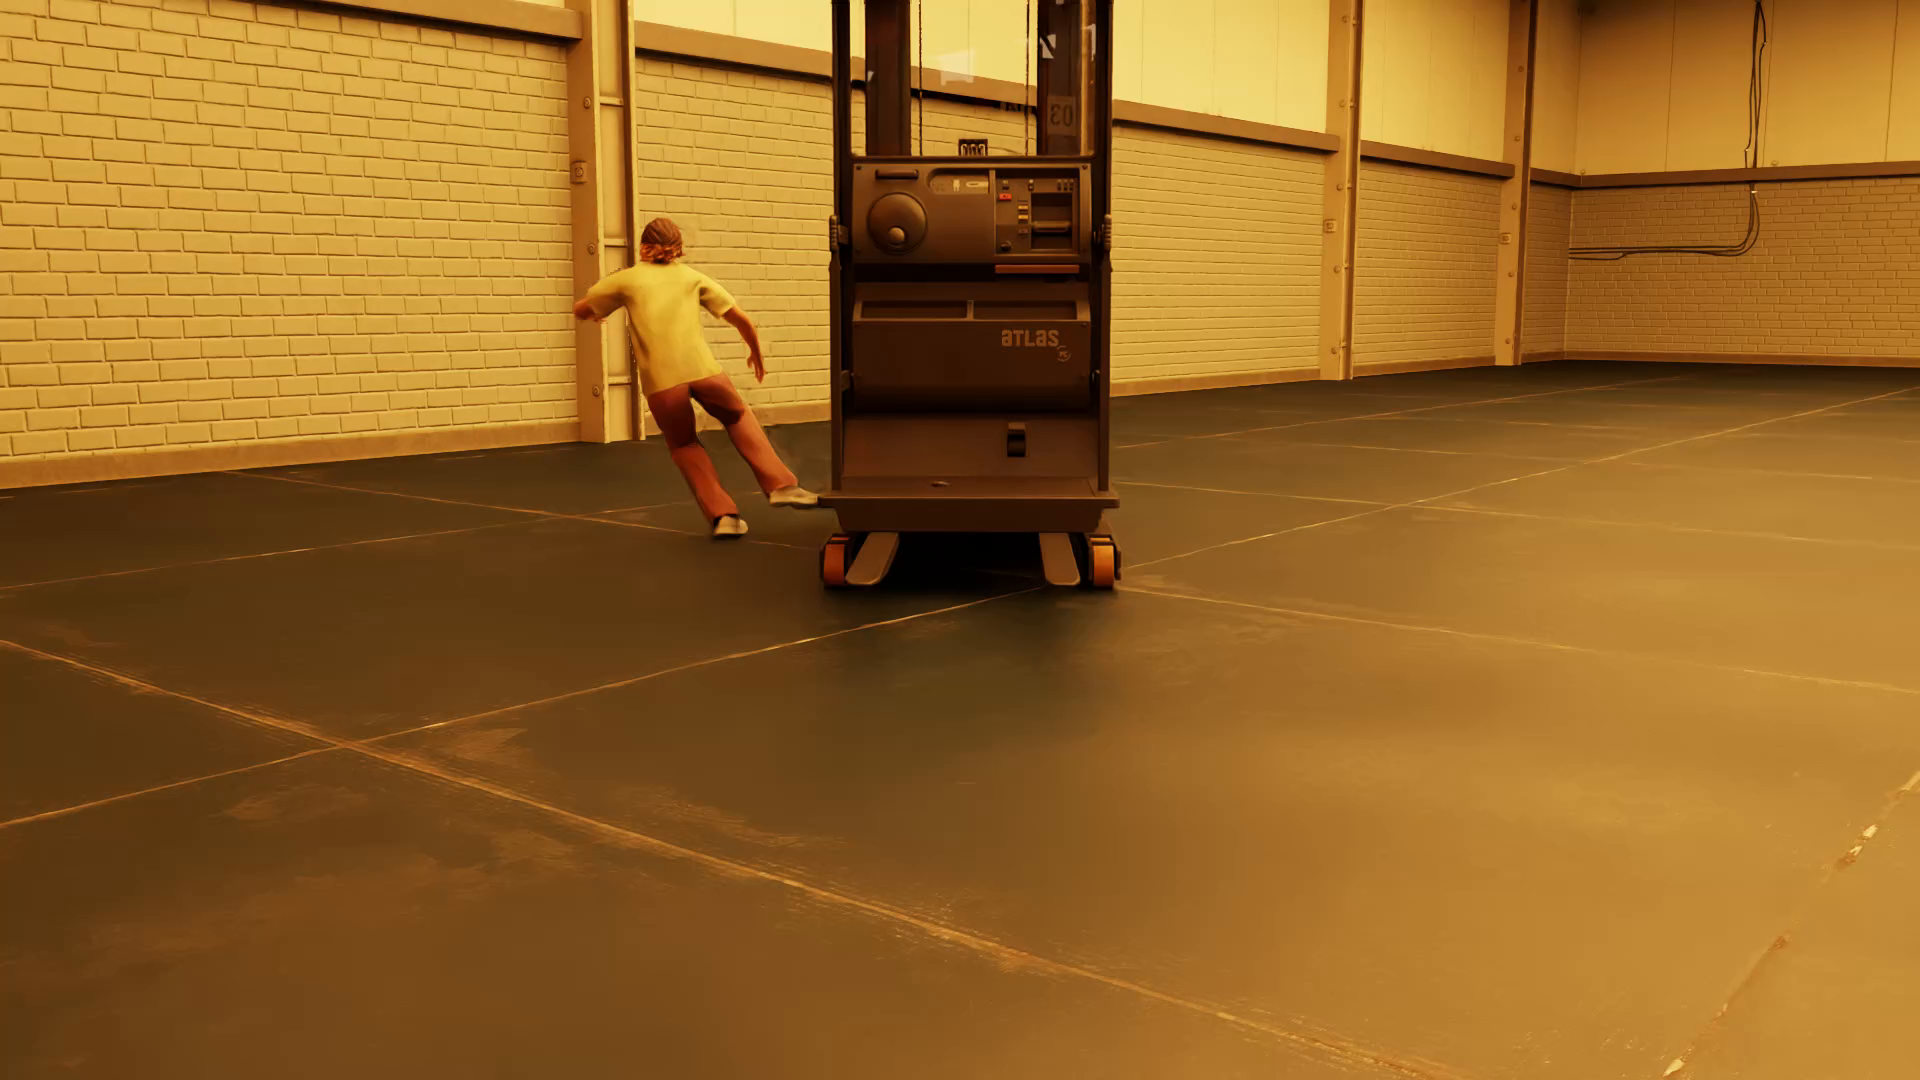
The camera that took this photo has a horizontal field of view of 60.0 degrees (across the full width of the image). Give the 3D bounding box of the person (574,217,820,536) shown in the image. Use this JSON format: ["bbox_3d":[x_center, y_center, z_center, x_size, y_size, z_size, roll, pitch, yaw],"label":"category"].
[{"bbox_3d":[-1.183,-0.742,7.582,1.100,1.431,0.828,-3,9,-19],"label":"person"}]

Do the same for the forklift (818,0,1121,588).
[{"bbox_3d":[0.042,-1.316,6.278,1.130,2.935,3.031,0,8,1],"label":"forklift"}]
